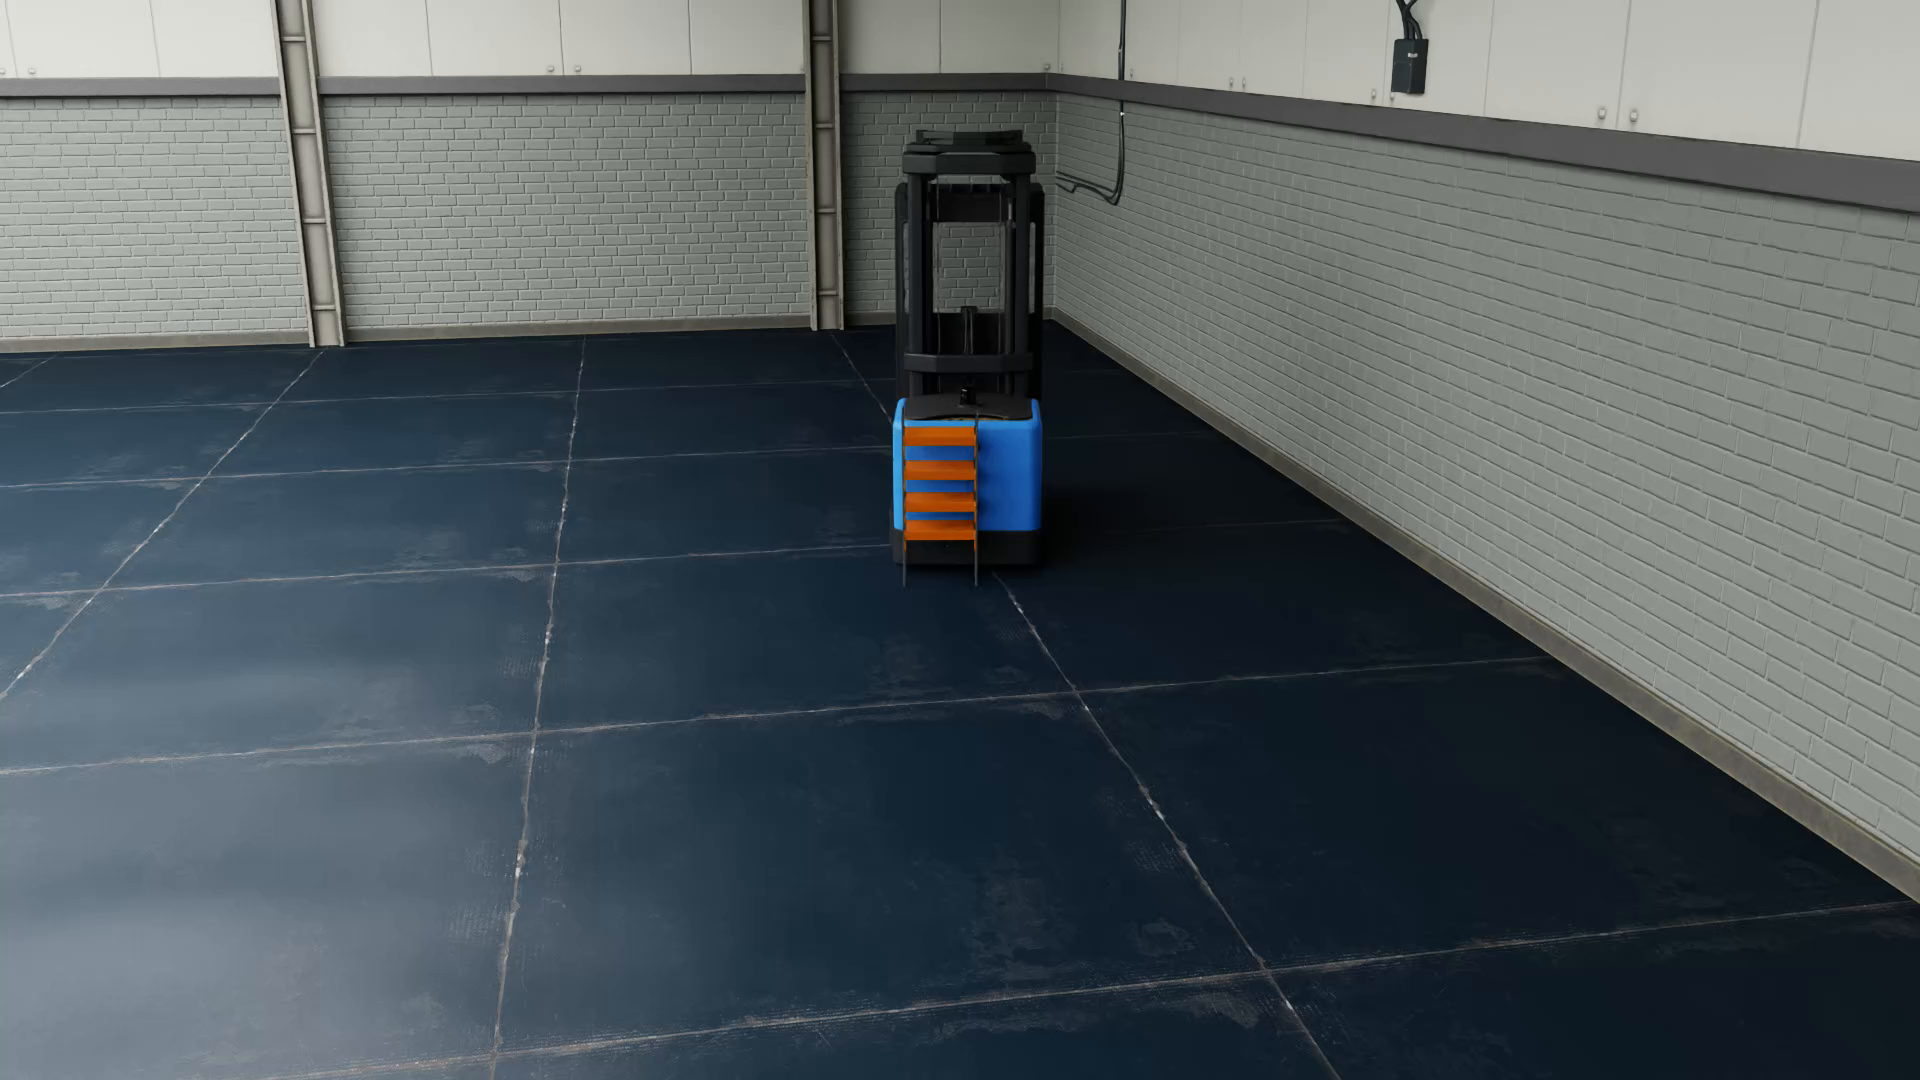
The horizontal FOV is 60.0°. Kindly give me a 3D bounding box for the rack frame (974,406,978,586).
[{"bbox_3d":[0.109,-0.291,11.196,0.015,1.200,0.240,0,19,-1],"label":"rack frame"}]

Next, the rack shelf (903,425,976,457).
[{"bbox_3d":[-0.134,-0.660,11.063,0.480,0.148,0.258,0,19,-1],"label":"rack shelf"}]

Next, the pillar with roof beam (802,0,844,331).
[{"bbox_3d":[-0.863,-5.745,15.691,0.400,9.000,9.100,-3,17,-10],"label":"pillar with roof beam"}]

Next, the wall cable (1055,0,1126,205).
[{"bbox_3d":[1.464,-5.285,19.481,0.112,2.526,3.097,-3,17,-10],"label":"wall cable"}]

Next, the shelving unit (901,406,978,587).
[{"bbox_3d":[-0.135,-0.290,11.193,0.503,1.200,0.258,0,19,-1],"label":"shelving unit"}]

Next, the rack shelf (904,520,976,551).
[{"bbox_3d":[-0.135,-0.039,11.281,0.480,0.148,0.258,0,19,-1],"label":"rack shelf"}]

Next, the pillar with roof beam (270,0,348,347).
[{"bbox_3d":[-6.754,-5.411,14.603,0.400,9.000,9.100,-3,17,-10],"label":"pillar with roof beam"}]

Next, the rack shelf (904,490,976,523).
[{"bbox_3d":[-0.135,-0.226,11.215,0.480,0.148,0.258,0,19,-1],"label":"rack shelf"}]

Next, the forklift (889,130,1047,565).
[{"bbox_3d":[0.072,-1.608,12.556,1.130,2.935,3.031,0,17,1],"label":"forklift"}]

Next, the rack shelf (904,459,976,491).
[{"bbox_3d":[-0.134,-0.437,11.141,0.480,0.148,0.258,0,19,-1],"label":"rack shelf"}]

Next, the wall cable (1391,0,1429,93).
[{"bbox_3d":[3.249,-5.657,9.612,0.169,6.003,2.305,-3,17,-10],"label":"wall cable"}]

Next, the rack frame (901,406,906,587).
[{"bbox_3d":[-0.378,-0.288,11.190,0.015,1.200,0.240,0,19,-1],"label":"rack frame"}]
